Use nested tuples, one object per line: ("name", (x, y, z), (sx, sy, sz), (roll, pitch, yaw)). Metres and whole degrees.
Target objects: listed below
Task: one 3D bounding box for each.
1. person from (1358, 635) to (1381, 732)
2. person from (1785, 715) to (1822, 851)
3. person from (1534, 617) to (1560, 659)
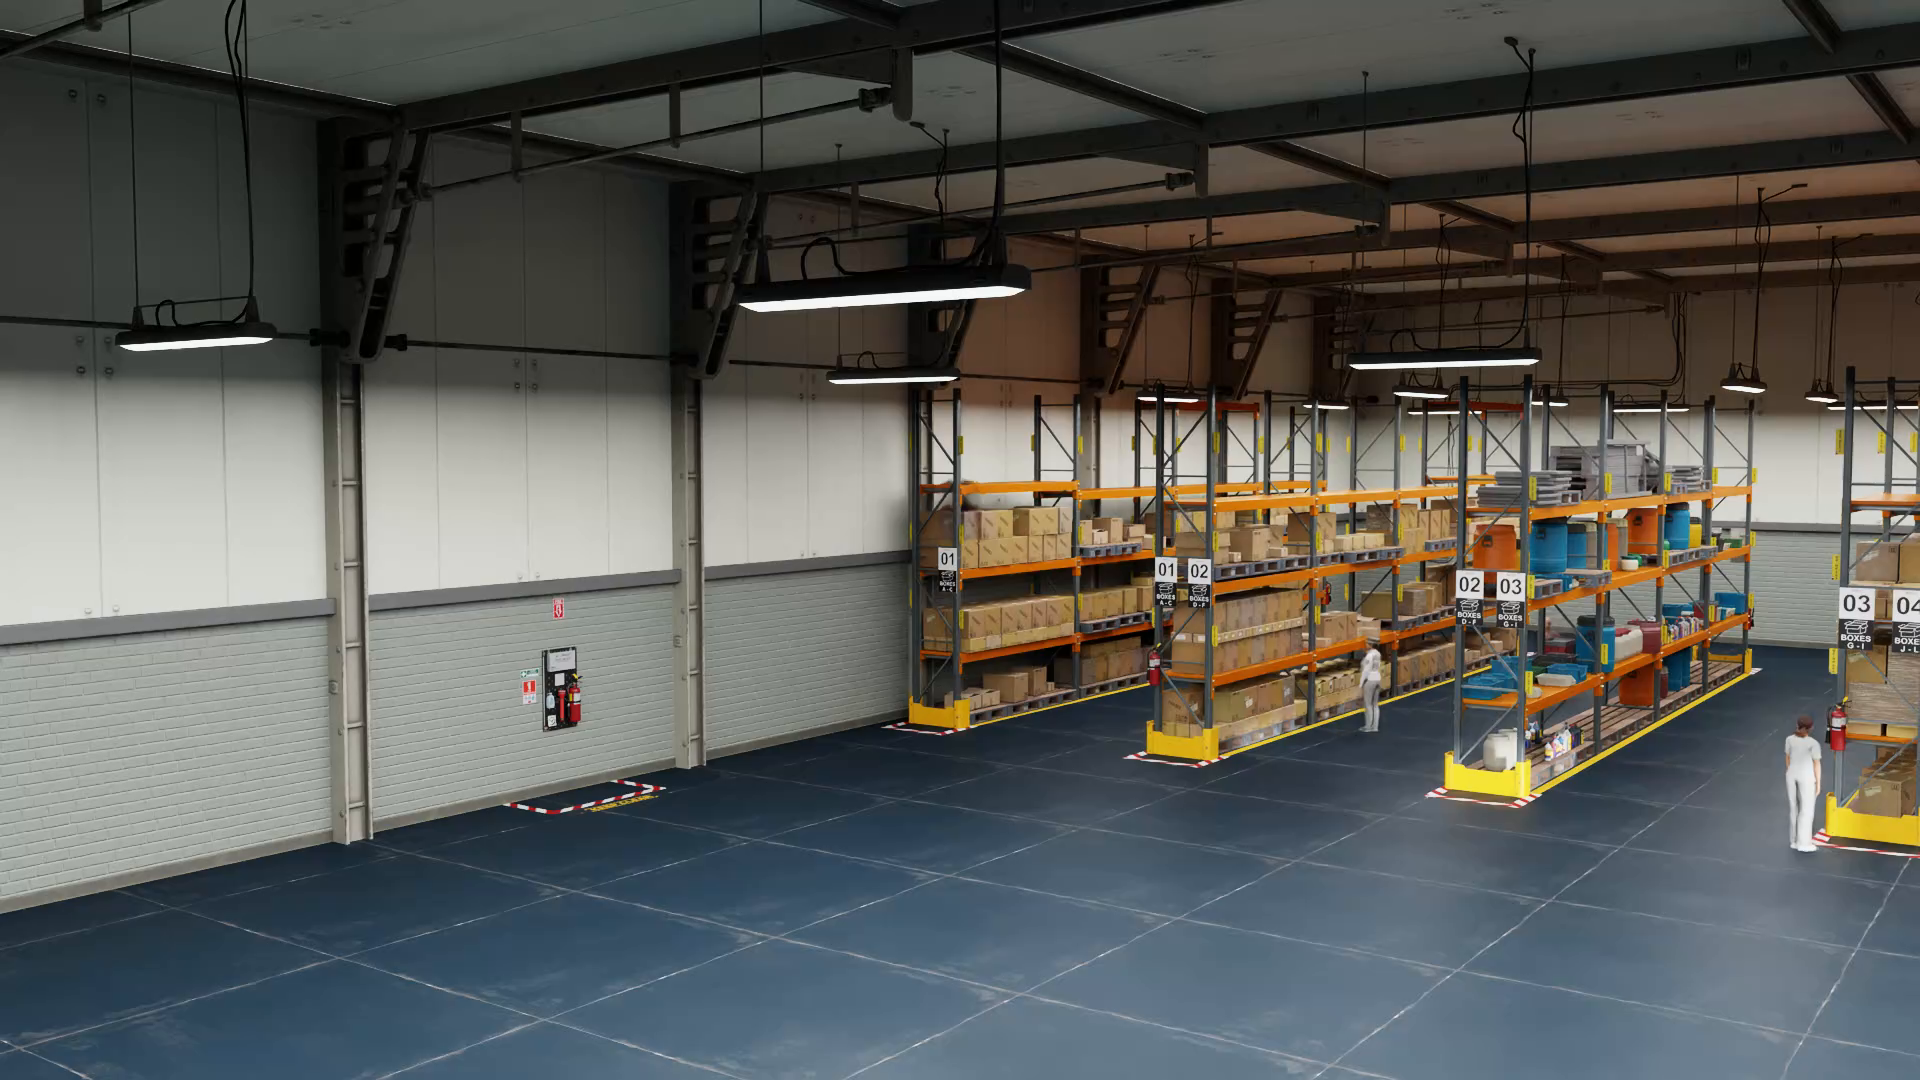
("person", (7.134, 2.507, 28.973), (0.367, 1.689, 0.494), (3, 4, 41))
("person", (10.412, 2.985, 20.500), (0.384, 1.684, 0.452), (-2, 4, -31))
("person", (11.159, 2.369, 31.667), (0.596, 1.814, 0.935), (3, 4, 40))
